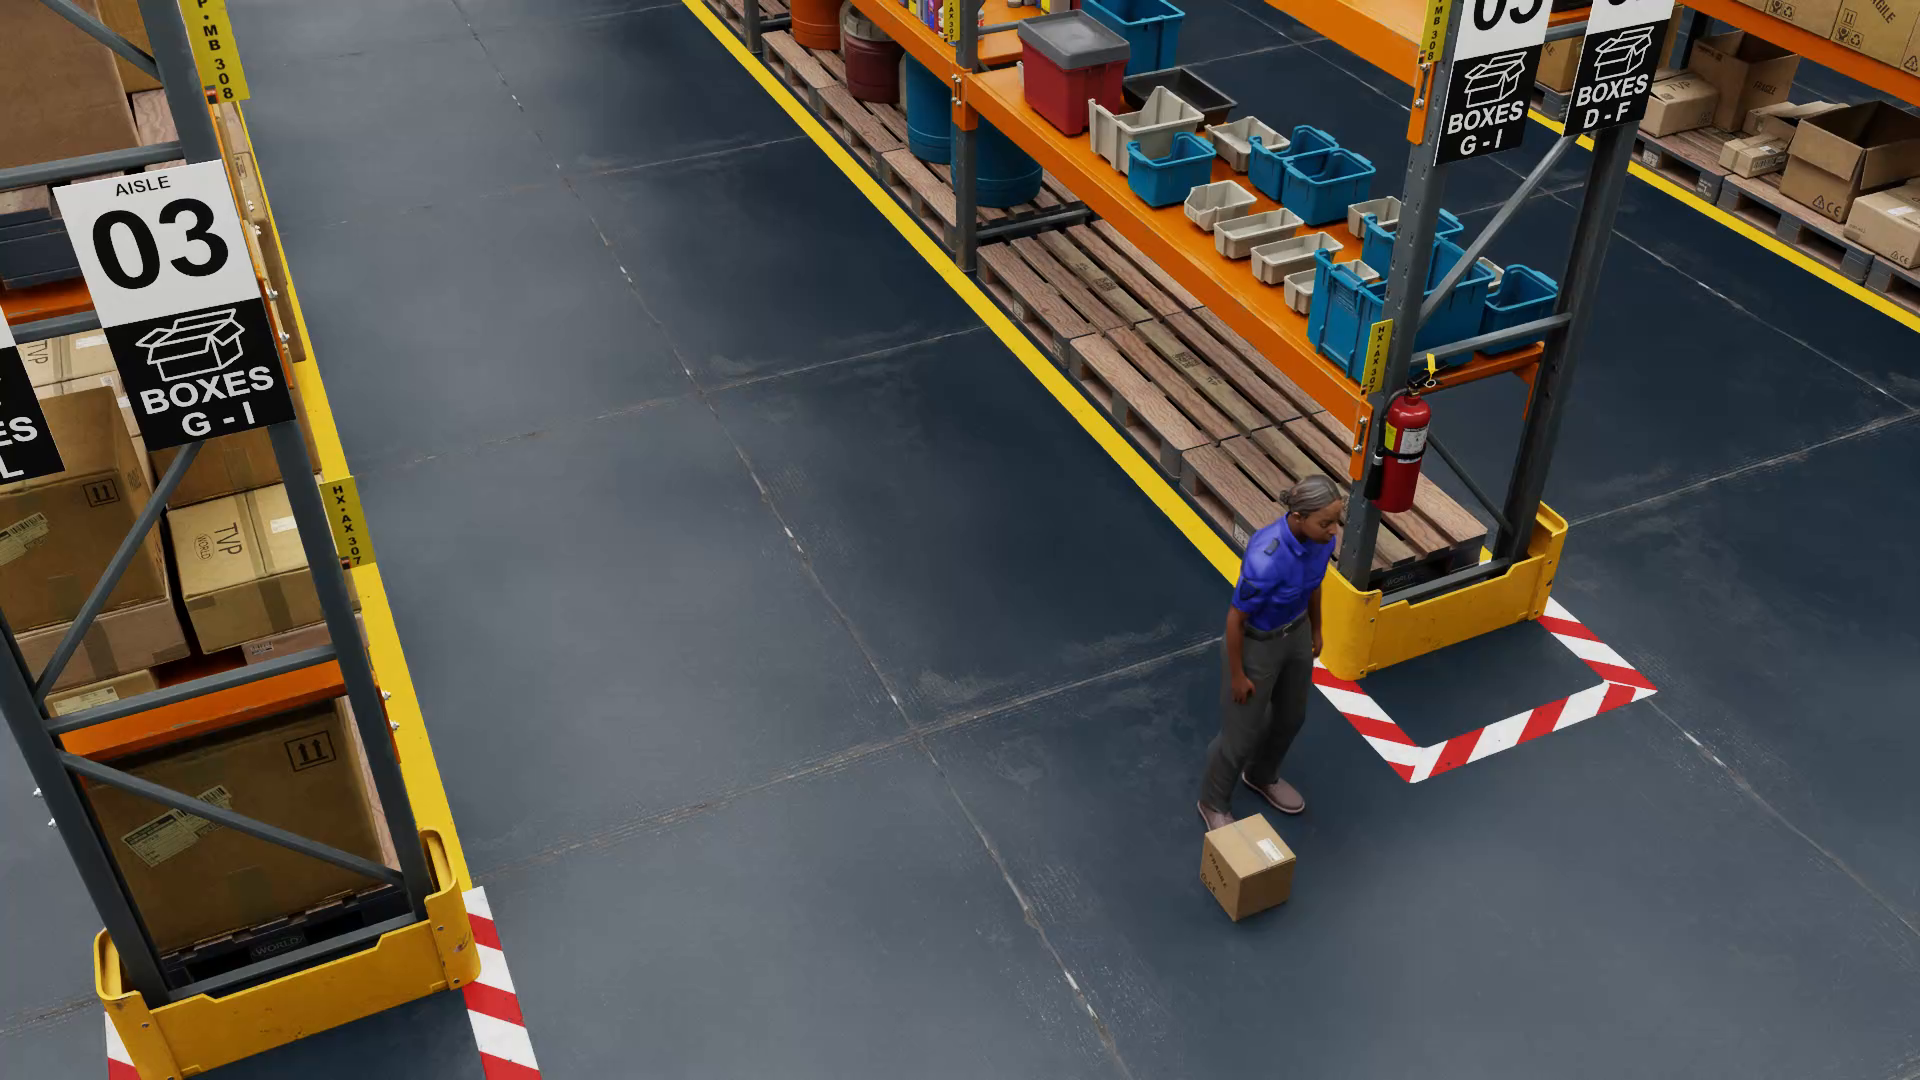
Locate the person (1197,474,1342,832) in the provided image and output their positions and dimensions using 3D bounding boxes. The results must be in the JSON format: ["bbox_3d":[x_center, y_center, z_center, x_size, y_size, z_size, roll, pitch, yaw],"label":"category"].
[{"bbox_3d":[1.183,0.425,6.304,0.533,1.655,0.349,-26,44,-29],"label":"person"}]
